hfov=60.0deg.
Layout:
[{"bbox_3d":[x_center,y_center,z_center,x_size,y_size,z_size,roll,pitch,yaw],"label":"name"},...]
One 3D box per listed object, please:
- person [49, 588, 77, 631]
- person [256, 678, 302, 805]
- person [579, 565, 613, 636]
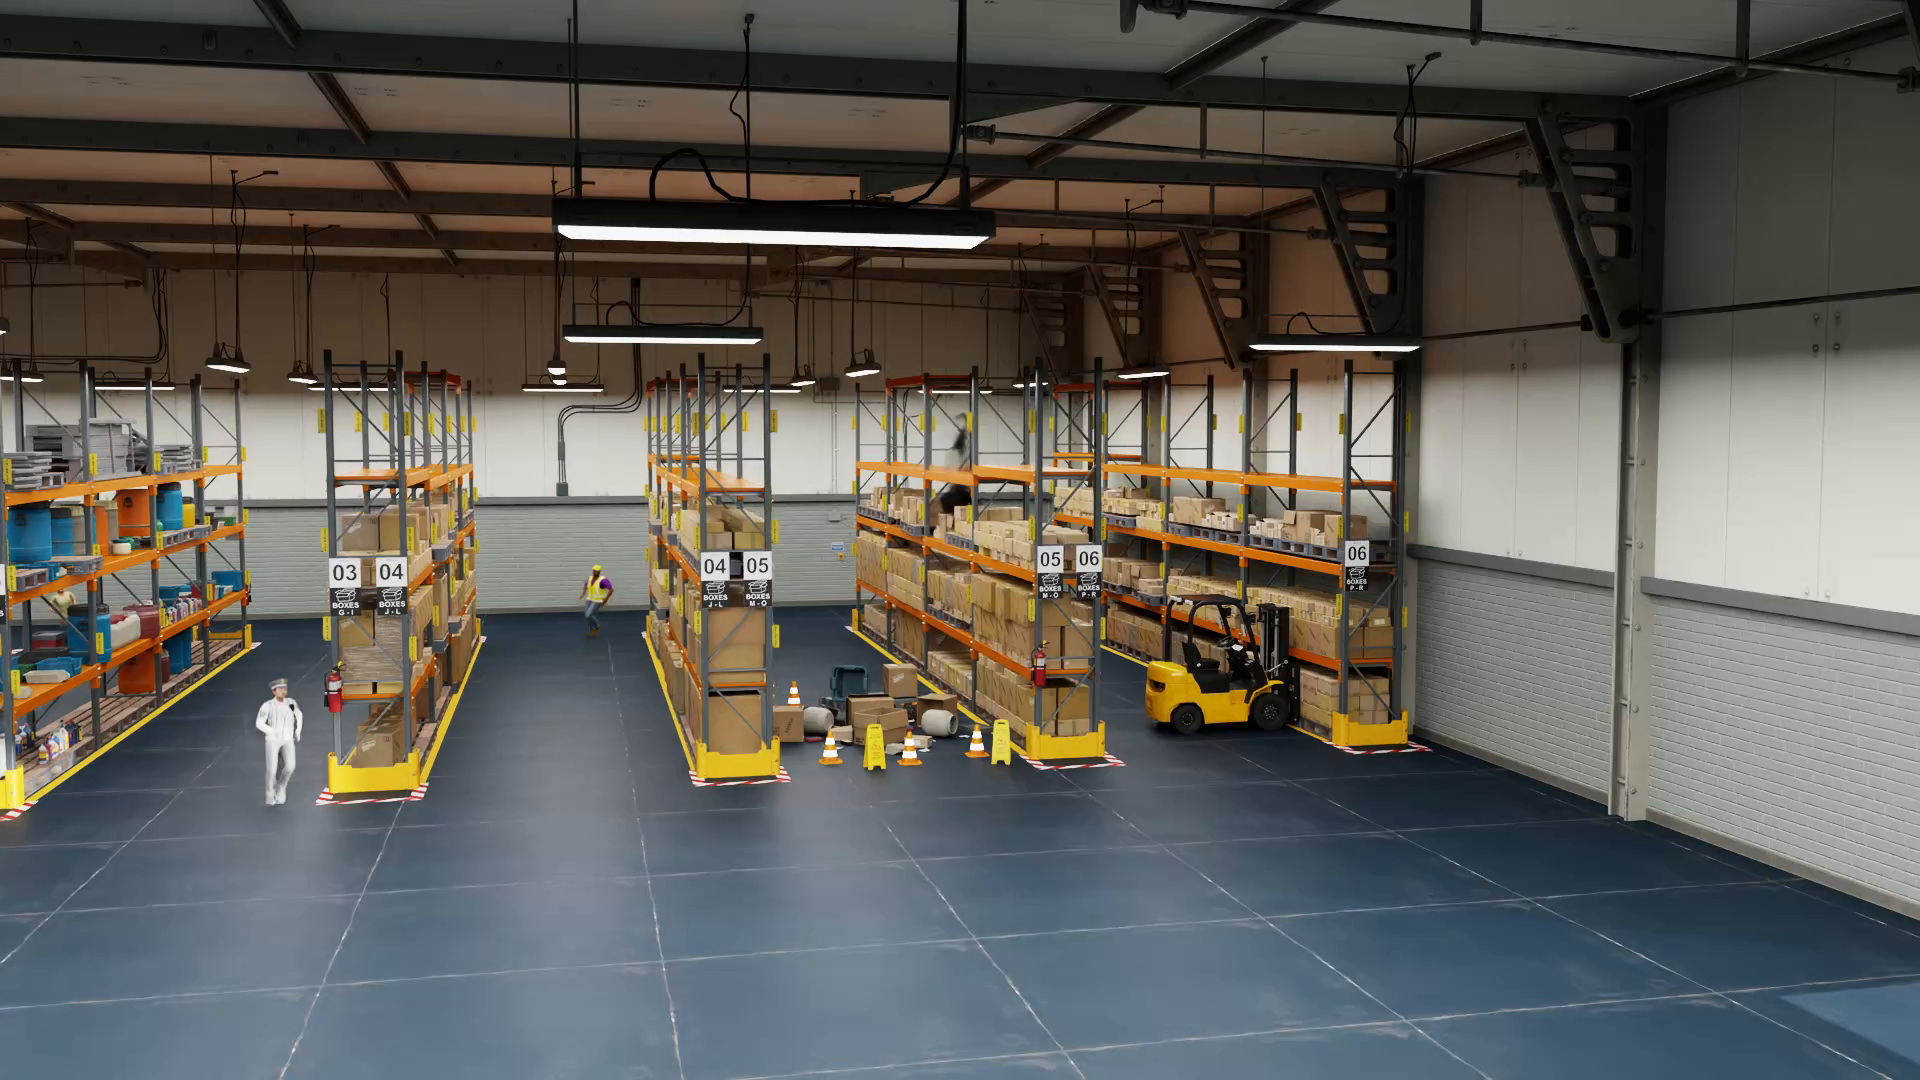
[{"bbox_3d":[-19.615,1.681,36.430,0.566,1.576,0.641,4,6,44],"label":"person"},{"bbox_3d":[-8.904,2.647,21.842,0.640,1.672,0.607,-3,5,-36],"label":"person"},{"bbox_3d":[-8.577,1.429,38.996,0.765,1.699,0.563,2,5,32],"label":"person"}]
